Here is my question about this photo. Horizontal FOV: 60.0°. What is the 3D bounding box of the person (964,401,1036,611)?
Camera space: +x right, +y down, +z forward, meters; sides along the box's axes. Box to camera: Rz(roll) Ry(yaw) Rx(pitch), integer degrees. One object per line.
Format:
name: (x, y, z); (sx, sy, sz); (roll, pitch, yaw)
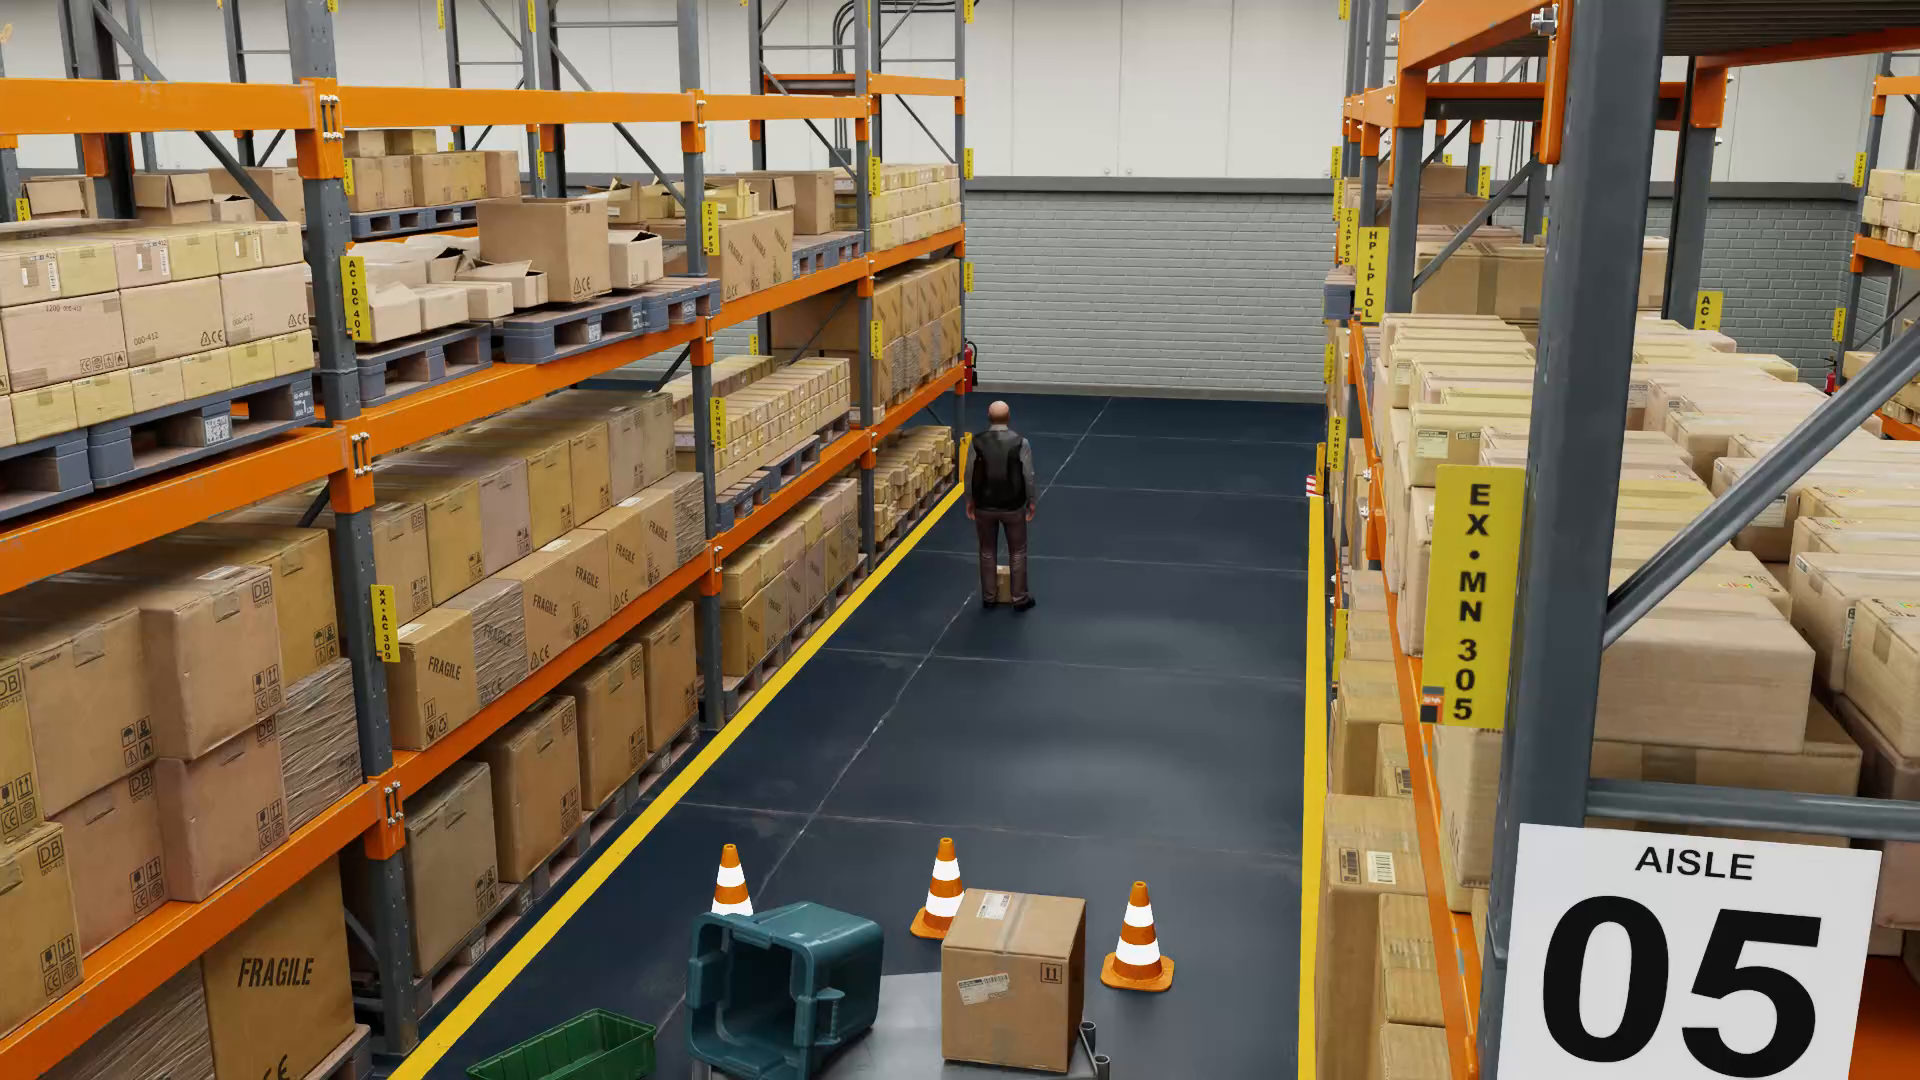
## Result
person: (0.326, -0.279, 13.630); (0.590, 1.722, 0.464); (2, 15, 9)
